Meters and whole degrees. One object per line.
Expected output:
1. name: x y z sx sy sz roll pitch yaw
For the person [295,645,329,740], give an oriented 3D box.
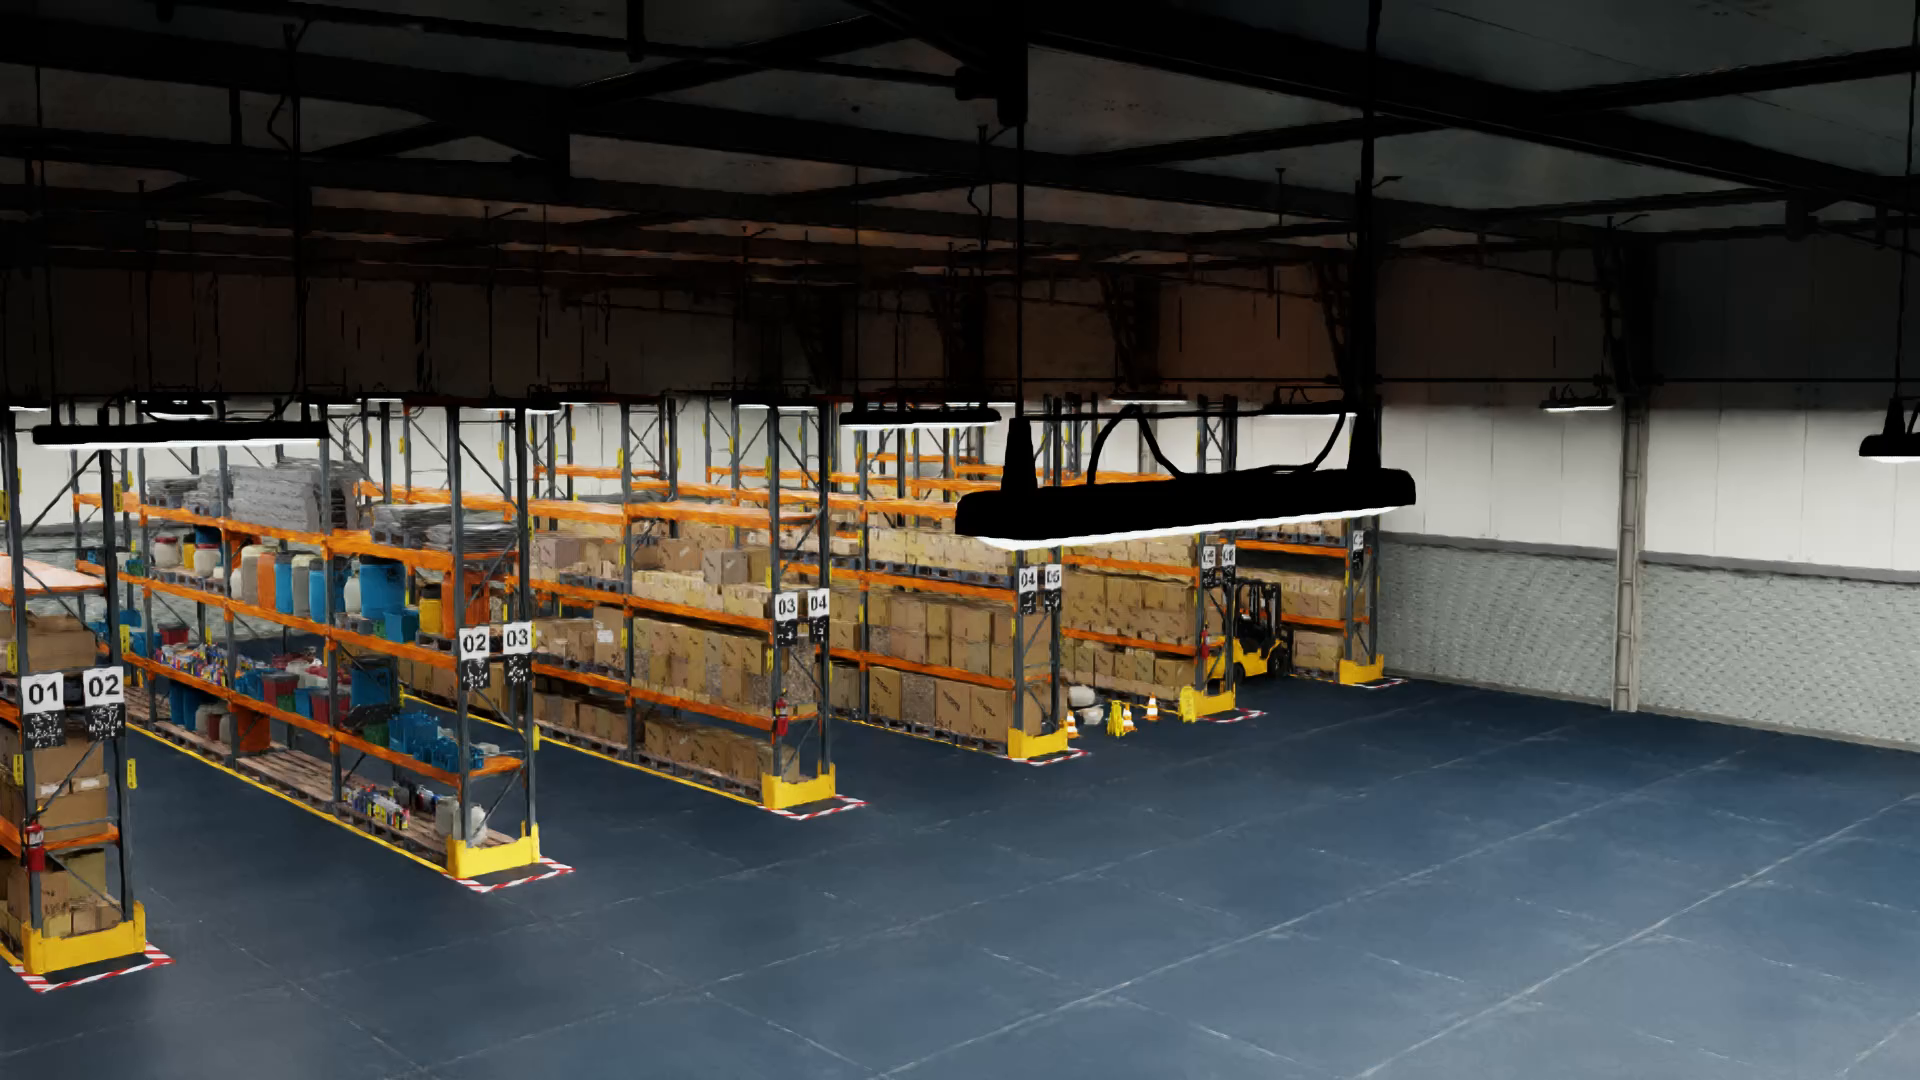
1. person: -11.377 2.661 29.107 1.116 1.670 0.547 5 8 44
